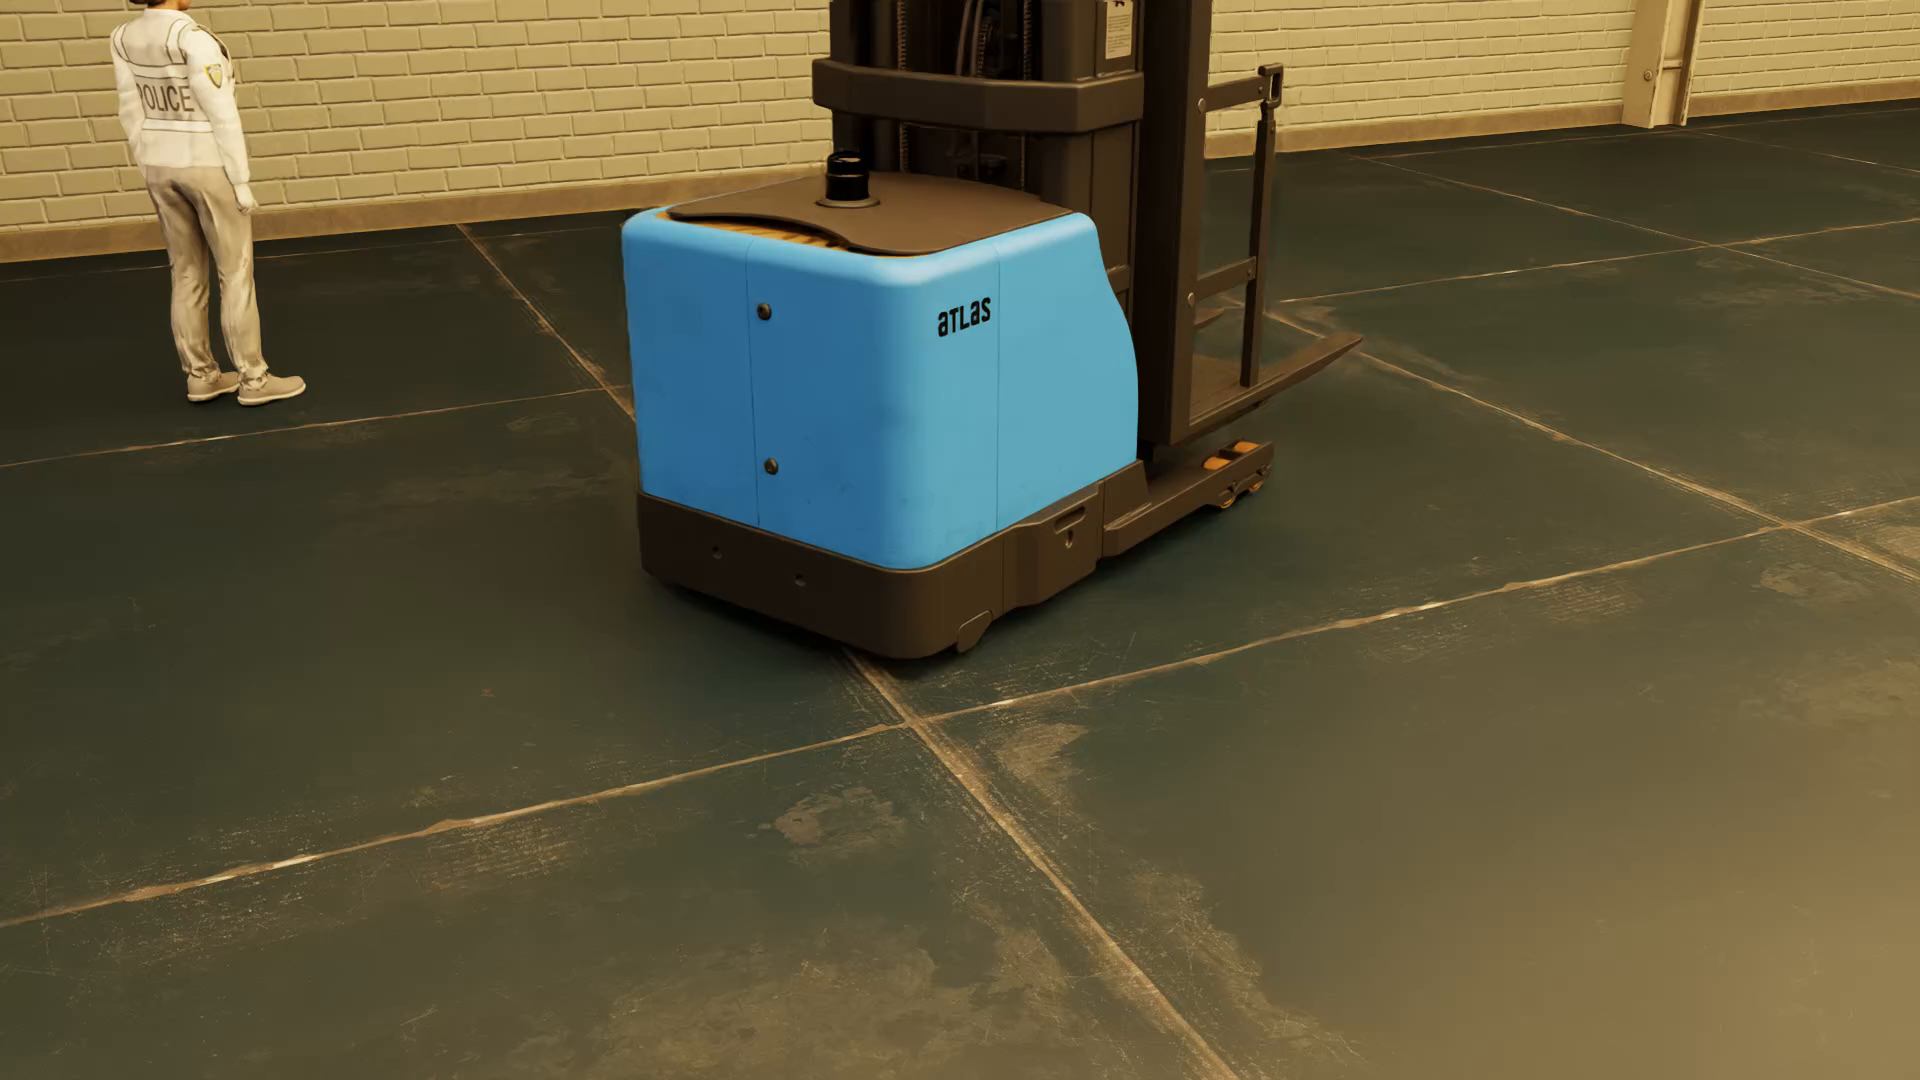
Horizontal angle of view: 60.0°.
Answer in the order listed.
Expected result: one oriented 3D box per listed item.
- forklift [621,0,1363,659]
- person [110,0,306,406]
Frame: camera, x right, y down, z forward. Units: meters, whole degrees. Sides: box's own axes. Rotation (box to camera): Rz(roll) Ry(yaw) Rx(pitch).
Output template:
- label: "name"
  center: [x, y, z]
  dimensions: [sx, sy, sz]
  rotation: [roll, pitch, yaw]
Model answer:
- label: "forklift"
  center: [0.380, -1.554, 5.027]
  dimensions: [1.130, 2.935, 3.031]
  rotation: [16, 28, 34]
- label: "person"
  center: [-2.804, -1.336, 6.124]
  dimensions: [0.463, 1.692, 0.339]
  rotation: [7, 24, 16]
